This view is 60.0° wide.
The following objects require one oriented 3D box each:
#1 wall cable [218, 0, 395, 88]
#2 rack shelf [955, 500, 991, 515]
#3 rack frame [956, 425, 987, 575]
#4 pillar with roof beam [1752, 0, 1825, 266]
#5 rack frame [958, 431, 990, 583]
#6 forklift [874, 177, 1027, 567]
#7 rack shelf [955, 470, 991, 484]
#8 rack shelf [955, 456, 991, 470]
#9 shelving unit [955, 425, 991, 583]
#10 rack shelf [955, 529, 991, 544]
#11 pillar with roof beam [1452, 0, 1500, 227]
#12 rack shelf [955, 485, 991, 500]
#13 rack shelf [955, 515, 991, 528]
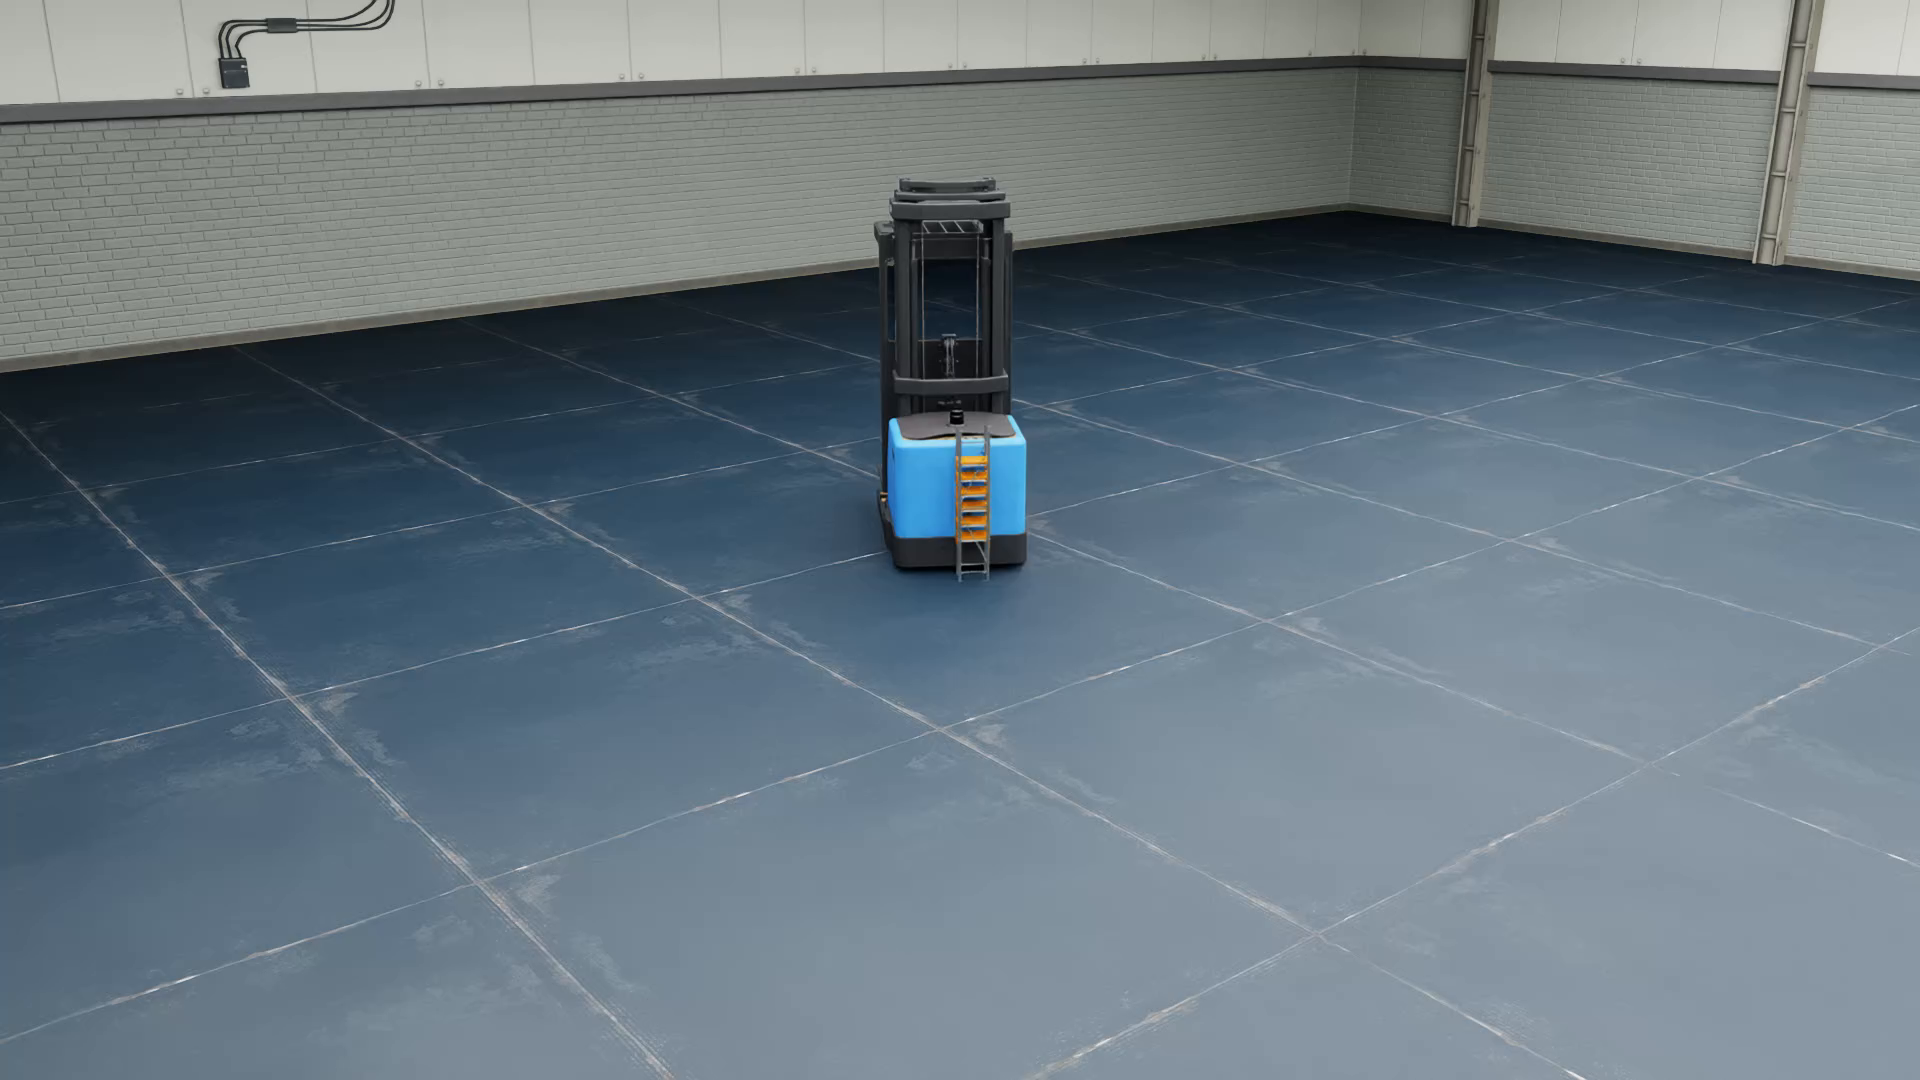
[{"bbox_3d":[-8.225,-8.681,20.354,2.305,6.003,0.169,-14,23,-36],"label":"wall cable"},{"bbox_3d":[0.098,-0.231,12.791,0.258,0.103,0.180,-2,18,-6],"label":"rack shelf"},{"bbox_3d":[0.088,-0.301,12.864,0.240,1.200,0.006,-2,18,-6],"label":"rack frame"},{"bbox_3d":[10.159,-8.063,23.898,9.100,9.000,0.400,-14,23,-36],"label":"pillar with roof beam"},{"bbox_3d":[0.108,-0.244,12.691,0.240,1.200,0.006,-2,18,-6],"label":"rack frame"},{"bbox_3d":[-0.143,-1.596,14.020,1.130,2.935,3.031,-2,18,-6],"label":"forklift"},{"bbox_3d":[0.098,-0.458,12.716,0.258,0.103,0.180,-2,18,-6],"label":"rack shelf"},{"bbox_3d":[0.098,-0.572,12.678,0.258,0.103,0.180,-2,18,-6],"label":"rack shelf"},{"bbox_3d":[0.098,-0.273,12.777,0.258,1.200,0.189,-2,18,-6],"label":"shelving unit"},{"bbox_3d":[0.098,-0.003,12.867,0.258,0.103,0.180,-2,18,-6],"label":"rack shelf"},{"bbox_3d":[6.433,-9.542,28.363,9.100,9.000,0.400,-14,23,-36],"label":"pillar with roof beam"},{"bbox_3d":[0.098,-0.344,12.754,0.258,0.103,0.180,-2,18,-6],"label":"rack shelf"},{"bbox_3d":[0.098,-0.117,12.829,0.258,0.103,0.180,-2,18,-6],"label":"rack shelf"}]
